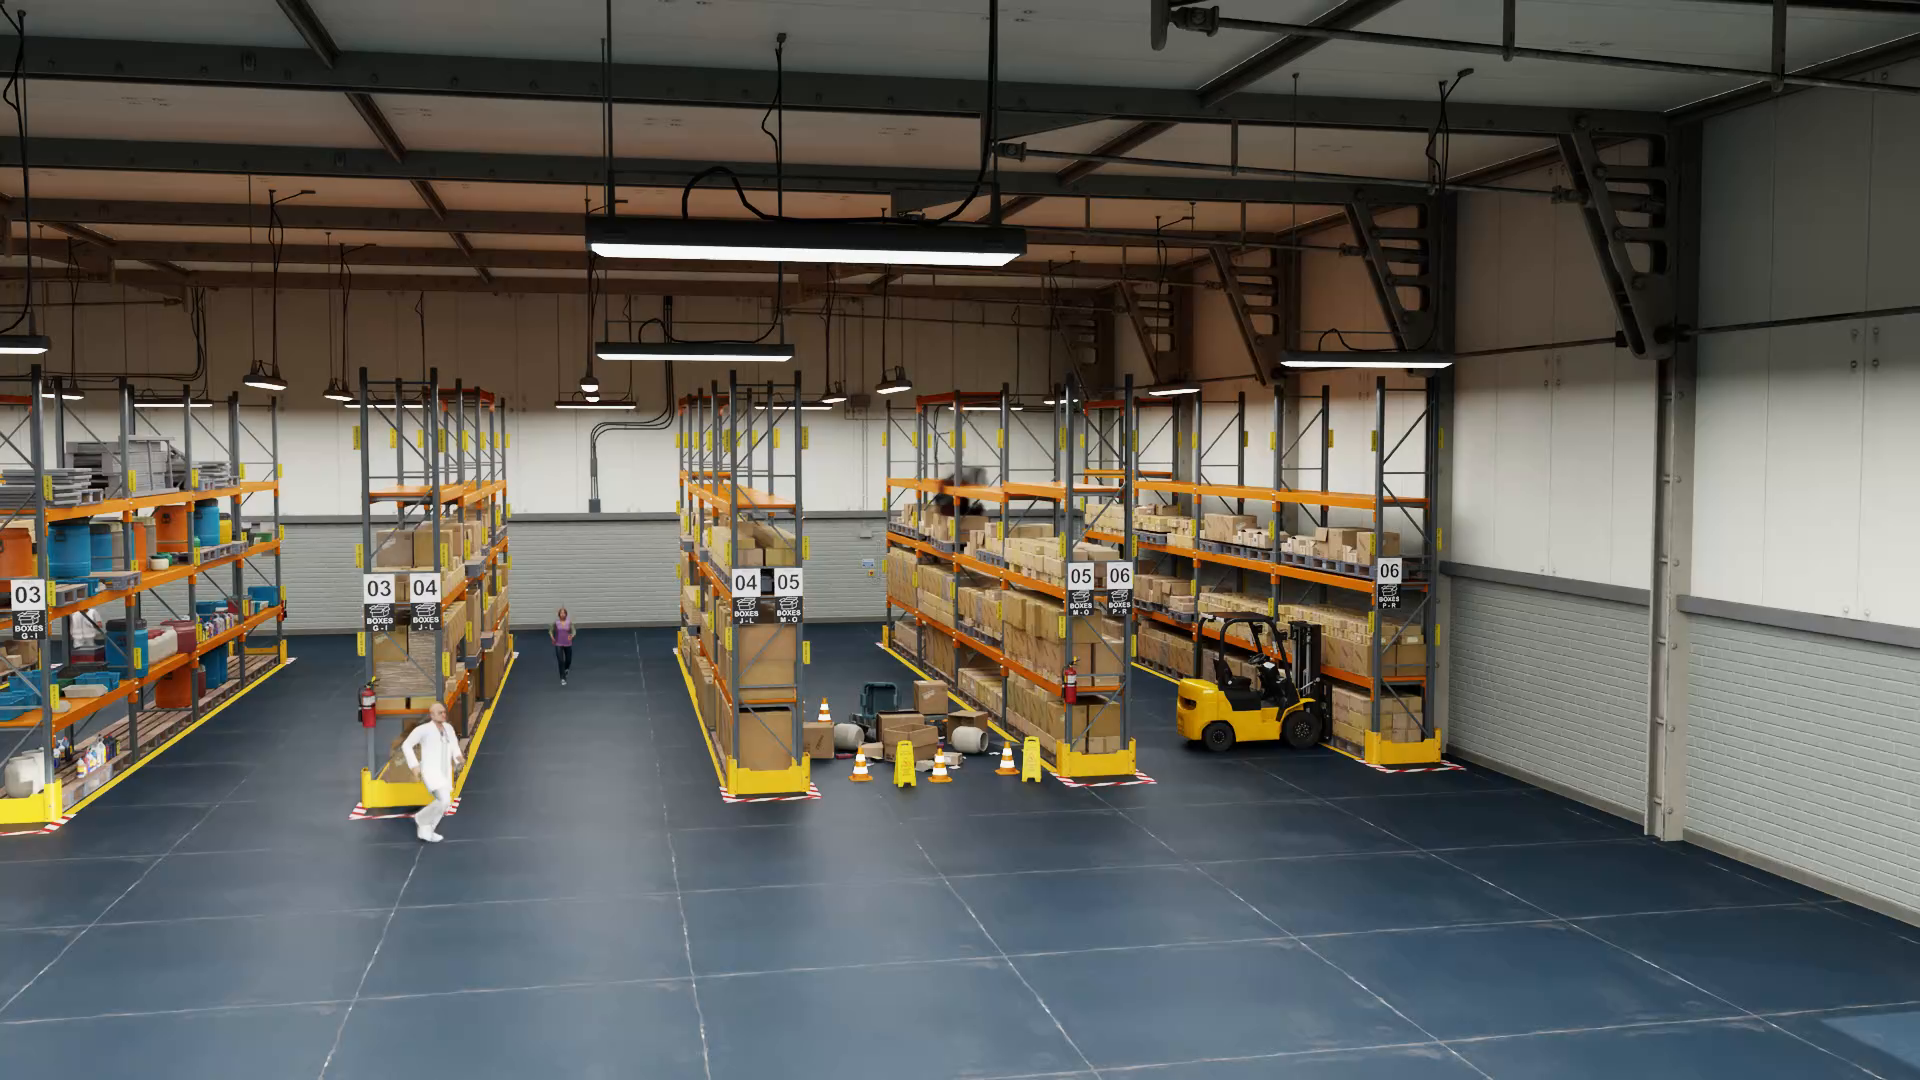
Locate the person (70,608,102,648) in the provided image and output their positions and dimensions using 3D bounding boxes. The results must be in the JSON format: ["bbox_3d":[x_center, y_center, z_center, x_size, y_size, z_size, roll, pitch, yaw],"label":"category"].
[{"bbox_3d":[-18.063,2.056,34.288,0.668,1.831,0.859,-2,4,-26],"label":"person"}]

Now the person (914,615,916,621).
[{"bbox_3d":[-0.911,1.634,41.702,0.798,1.784,0.766,2,4,32],"label":"person"}]

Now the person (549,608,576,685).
[{"bbox_3d":[-8.202,2.180,34.307,0.544,1.556,0.705,-1,4,-17],"label":"person"}]

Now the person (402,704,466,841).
[{"bbox_3d":[-6.481,2.898,20.659,0.743,1.733,0.691,2,4,28],"label":"person"}]
